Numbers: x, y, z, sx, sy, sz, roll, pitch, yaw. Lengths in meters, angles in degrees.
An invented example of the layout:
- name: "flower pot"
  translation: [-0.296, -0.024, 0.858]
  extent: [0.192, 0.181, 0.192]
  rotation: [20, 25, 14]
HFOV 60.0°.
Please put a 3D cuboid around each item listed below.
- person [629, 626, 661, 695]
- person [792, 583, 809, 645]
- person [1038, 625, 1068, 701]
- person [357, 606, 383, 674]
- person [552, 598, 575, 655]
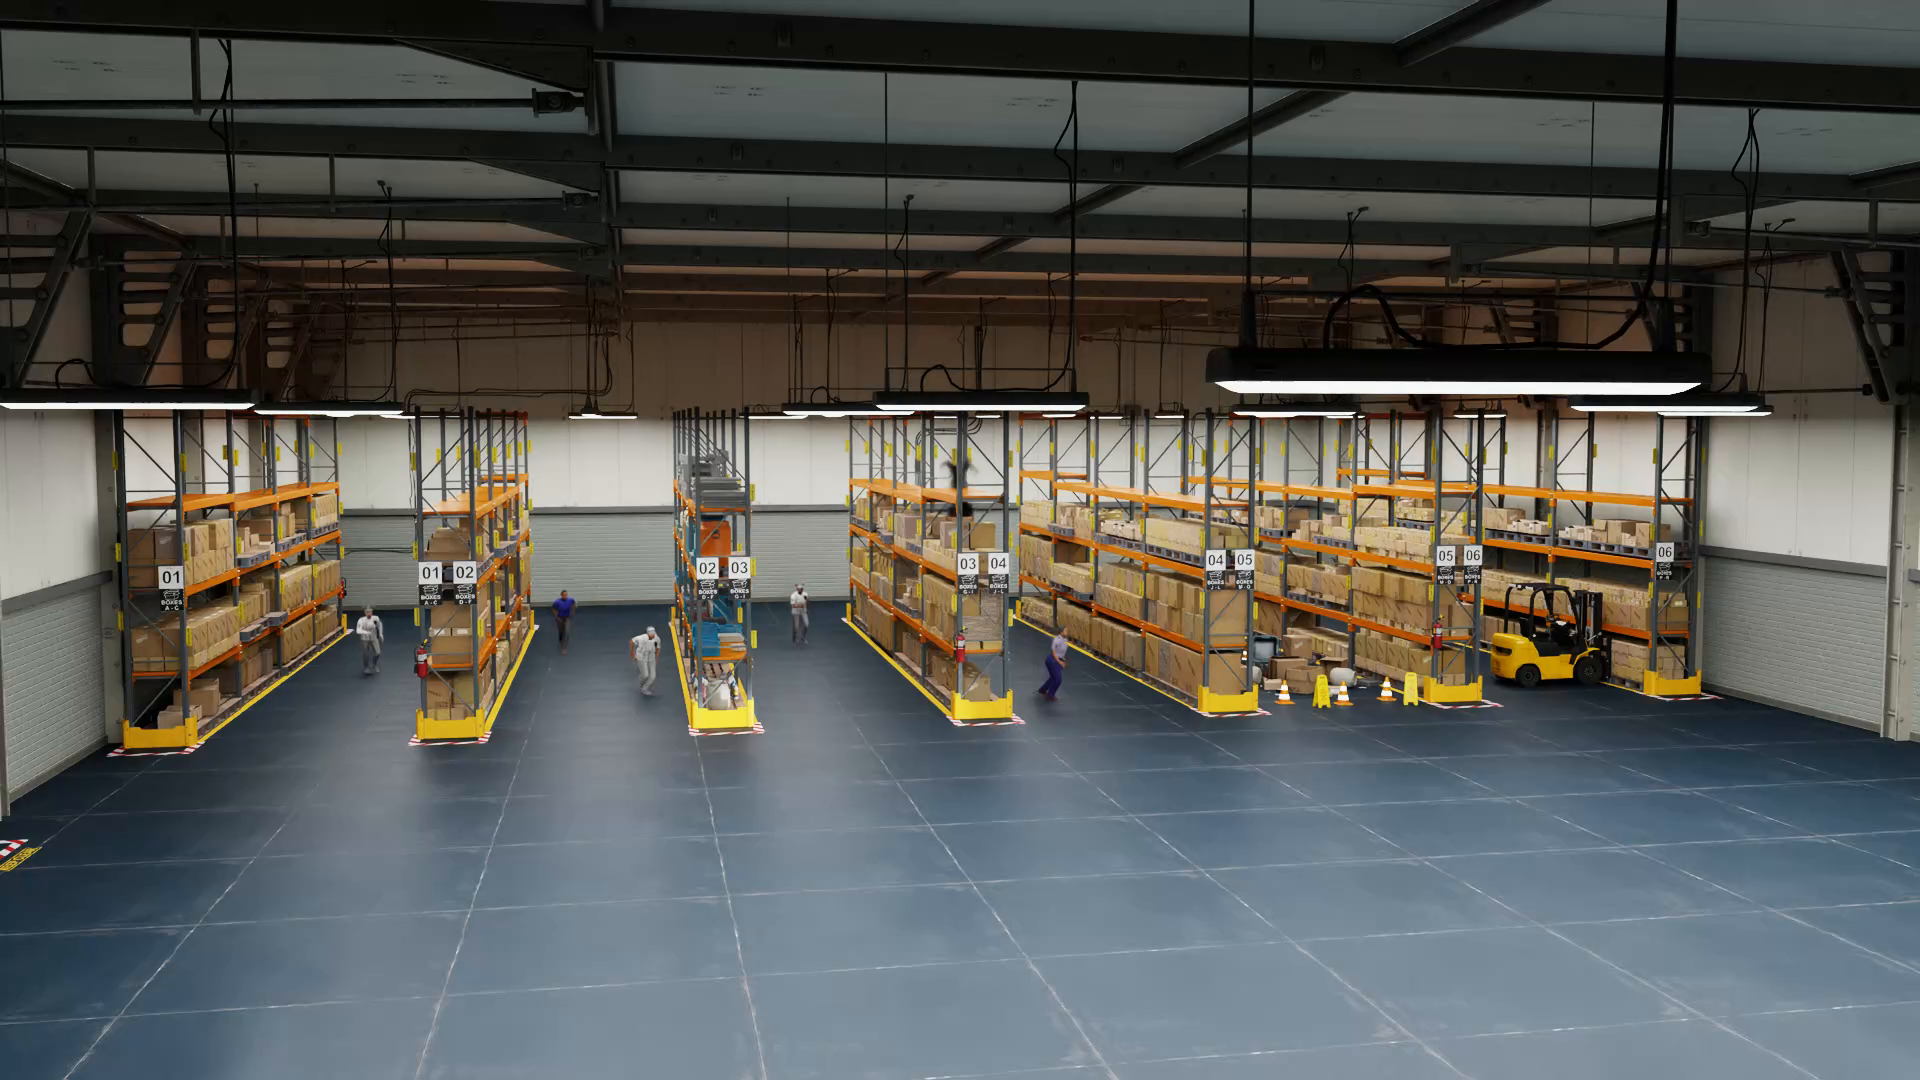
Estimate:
- name: "person"
  translation: [-6.549, 2.523, 34.663]
  extent: [0.637, 1.492, 0.783]
  rotation: [-2, 5, -28]
- name: "person"
  translation: [-4.134, 1.877, 42.678]
  extent: [0.414, 1.614, 0.735]
  rotation: [-2, 4, -21]
- name: "person"
  translation: [1.895, 2.524, 34.132]
  extent: [0.734, 1.589, 0.610]
  rotation: [2, 4, 22]
- name: "person"
  translation: [-13.304, 2.251, 37.507]
  extent: [0.611, 1.582, 0.887]
  rotation: [-2, 5, -29]
- name: "person"
  translation: [-9.883, 2.099, 41.380]
  extent: [0.558, 1.447, 0.959]
  rotation: [-2, 4, -24]
